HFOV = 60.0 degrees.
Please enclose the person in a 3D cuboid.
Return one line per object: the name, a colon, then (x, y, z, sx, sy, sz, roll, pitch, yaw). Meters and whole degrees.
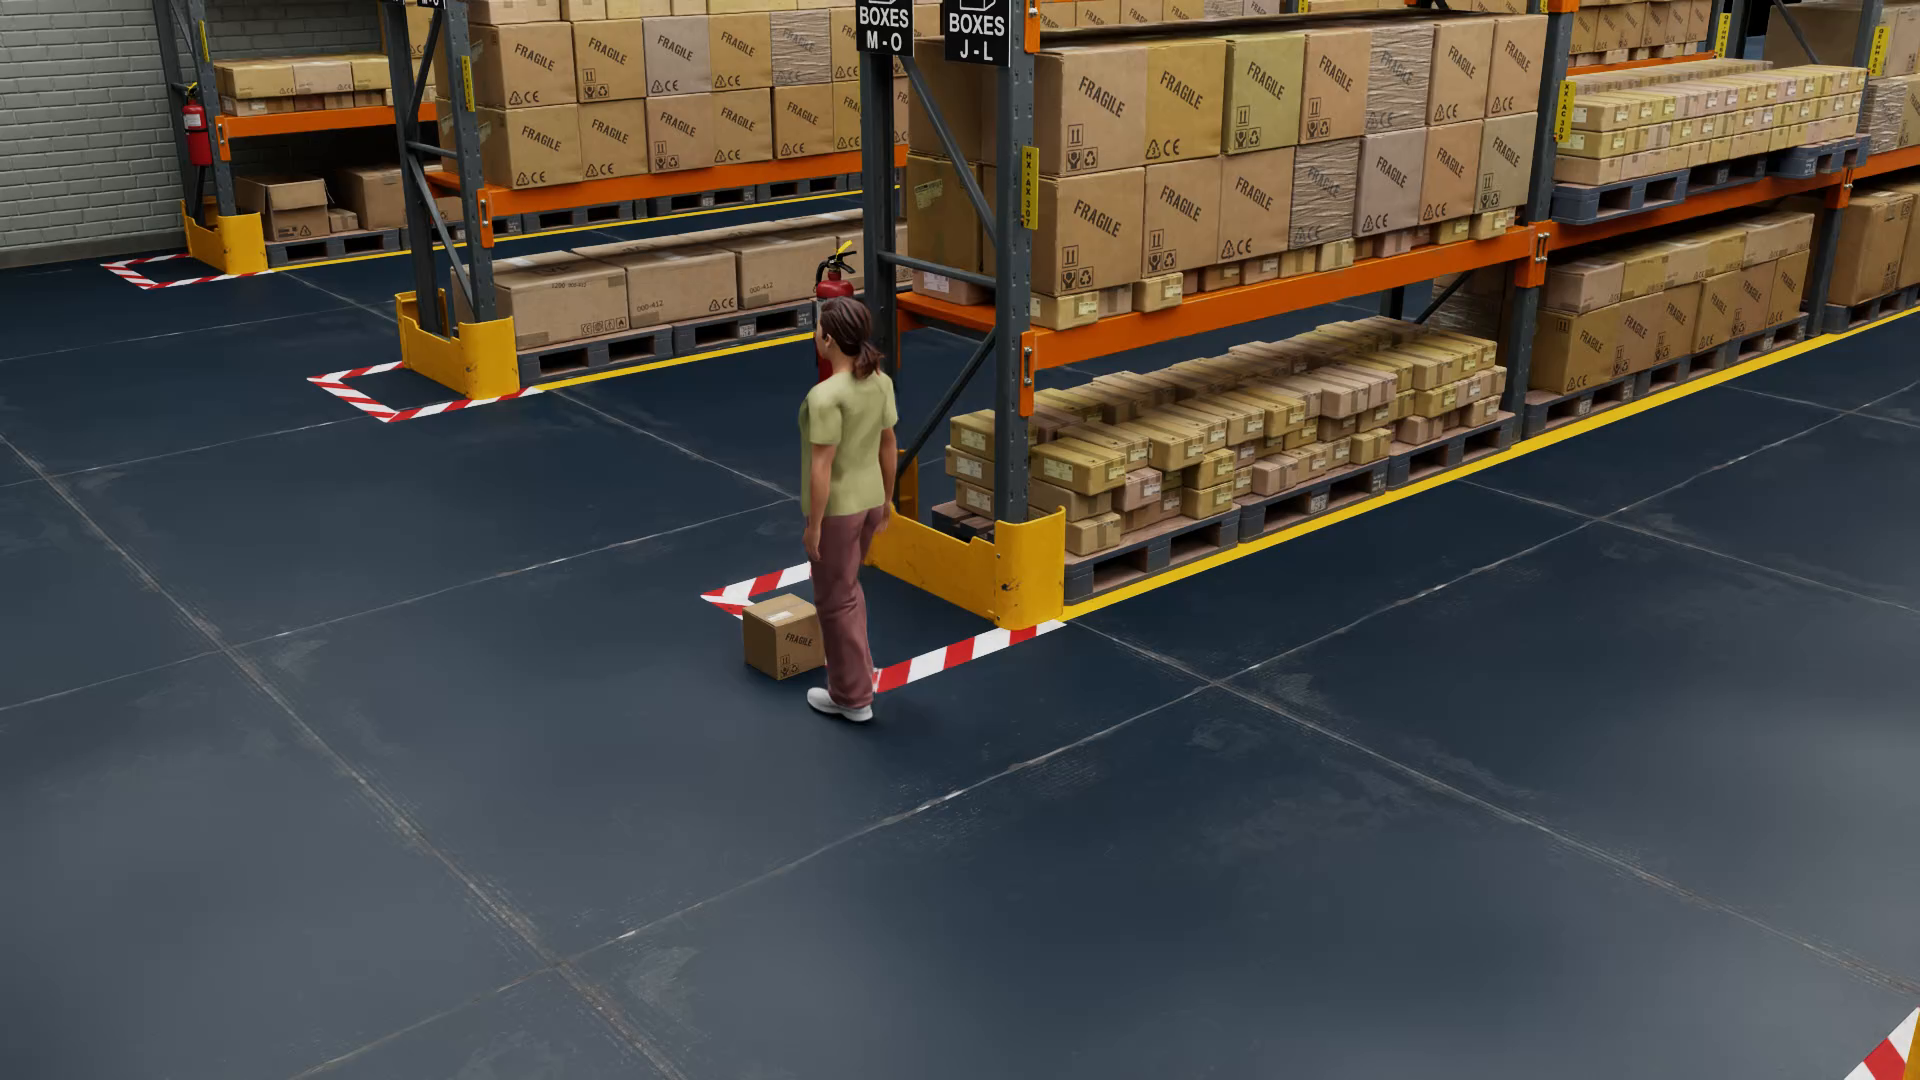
person: (-0.476, -0.094, 6.350, 0.447, 1.699, 0.455, 14, 25, 32)
